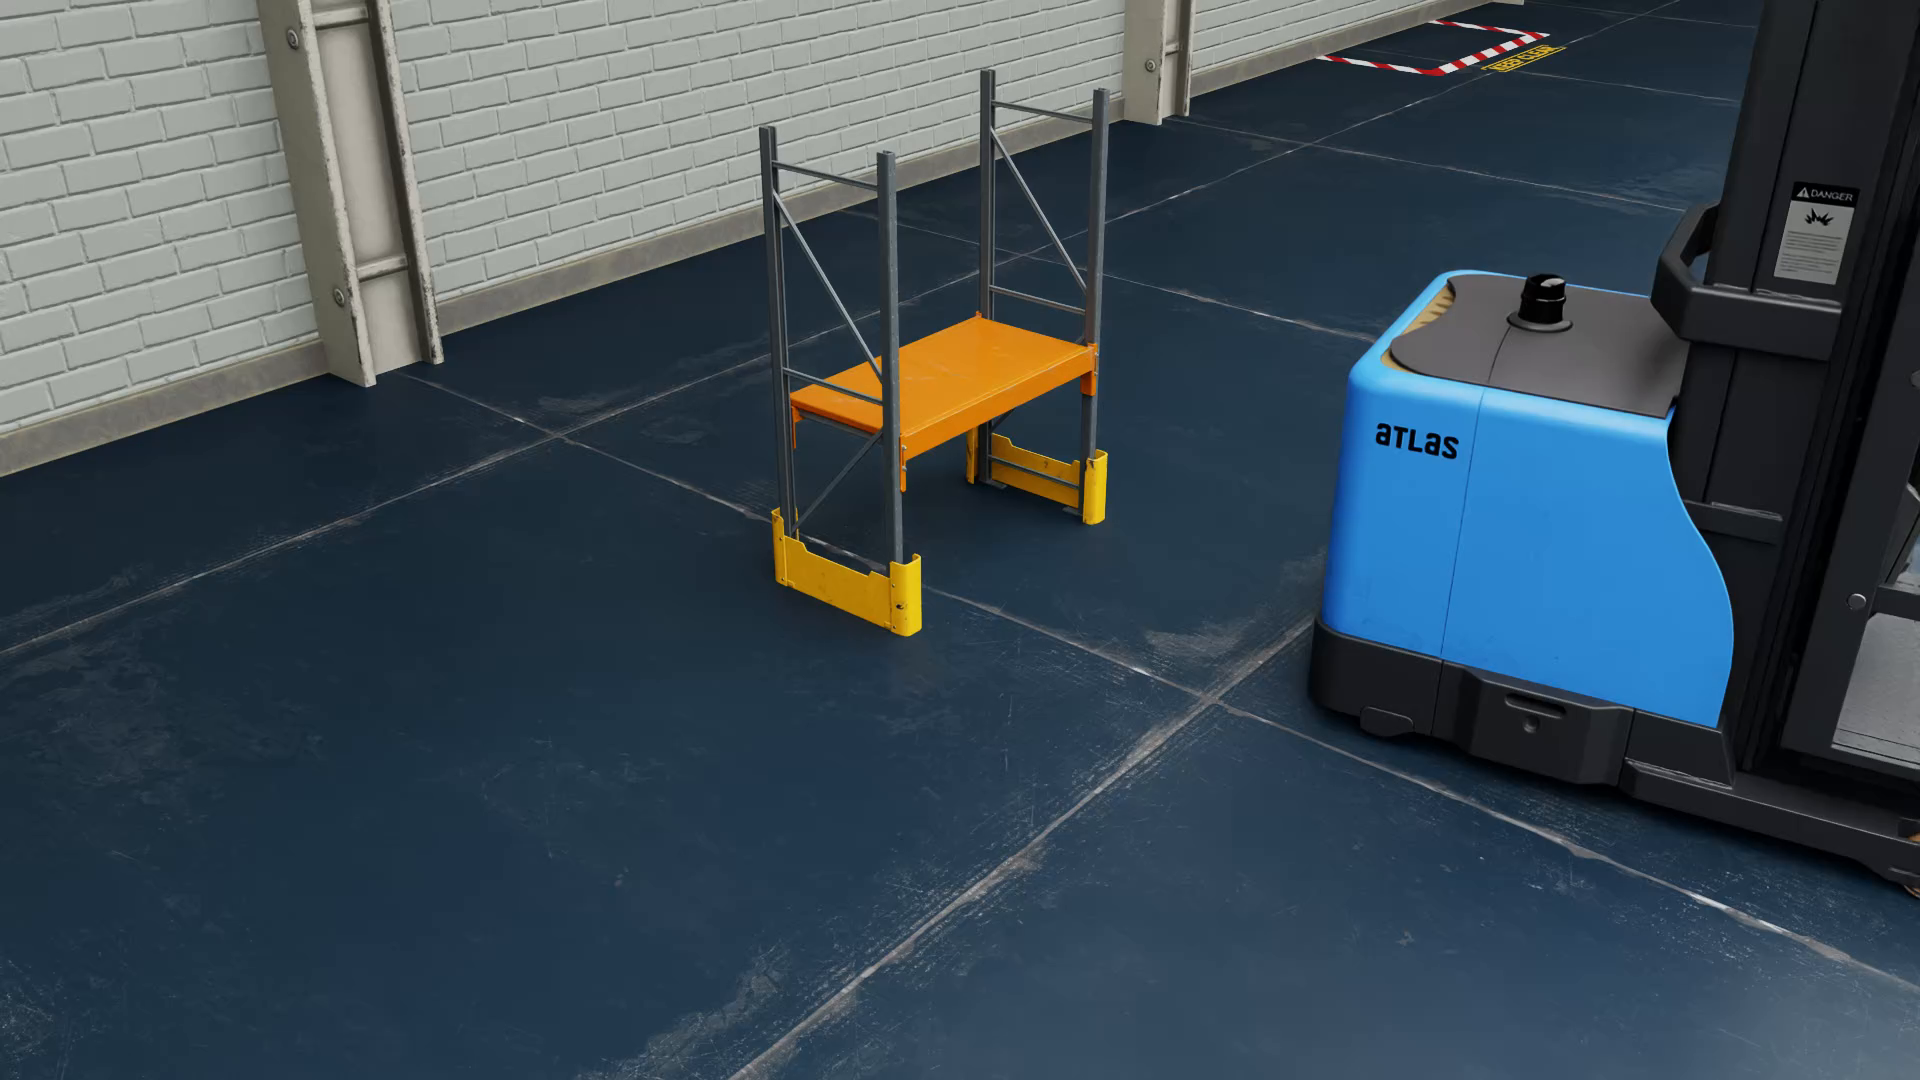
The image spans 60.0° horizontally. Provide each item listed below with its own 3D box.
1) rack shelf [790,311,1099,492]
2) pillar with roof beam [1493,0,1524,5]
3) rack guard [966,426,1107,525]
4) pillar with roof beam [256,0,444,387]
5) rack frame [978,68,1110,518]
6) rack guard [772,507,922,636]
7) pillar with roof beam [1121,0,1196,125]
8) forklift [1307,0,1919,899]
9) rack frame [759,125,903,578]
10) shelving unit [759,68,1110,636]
[{"bbox_3d":[-0.054,-0.476,5.430,0.538,0.185,1.000,21,34,34],"label":"rack shelf"},{"bbox_3d":[8.463,-7.749,10.936,9.100,9.000,0.400,21,34,34],"label":"pillar with roof beam"},{"bbox_3d":[0.268,-0.261,5.982,0.587,0.250,0.087,21,34,34],"label":"rack guard"},{"bbox_3d":[0.830,-3.495,2.711,9.100,9.000,0.400,21,34,34],"label":"pillar with roof beam"},{"bbox_3d":[0.269,-0.816,5.695,0.500,1.500,0.032,21,34,34],"label":"rack frame"},{"bbox_3d":[-0.365,0.093,5.299,0.587,0.250,0.087,21,34,34],"label":"rack guard"},{"bbox_3d":[4.646,-5.622,6.824,9.100,9.000,0.400,21,34,34],"label":"pillar with roof beam"},{"bbox_3d":[2.536,-0.658,3.832,3.031,2.935,1.130,14,31,25],"label":"forklift"},{"bbox_3d":[-0.378,-0.456,4.999,0.500,1.500,0.032,21,34,34],"label":"rack frame"},{"bbox_3d":[-0.048,-0.639,5.353,0.587,1.500,1.083,21,34,34],"label":"shelving unit"}]
